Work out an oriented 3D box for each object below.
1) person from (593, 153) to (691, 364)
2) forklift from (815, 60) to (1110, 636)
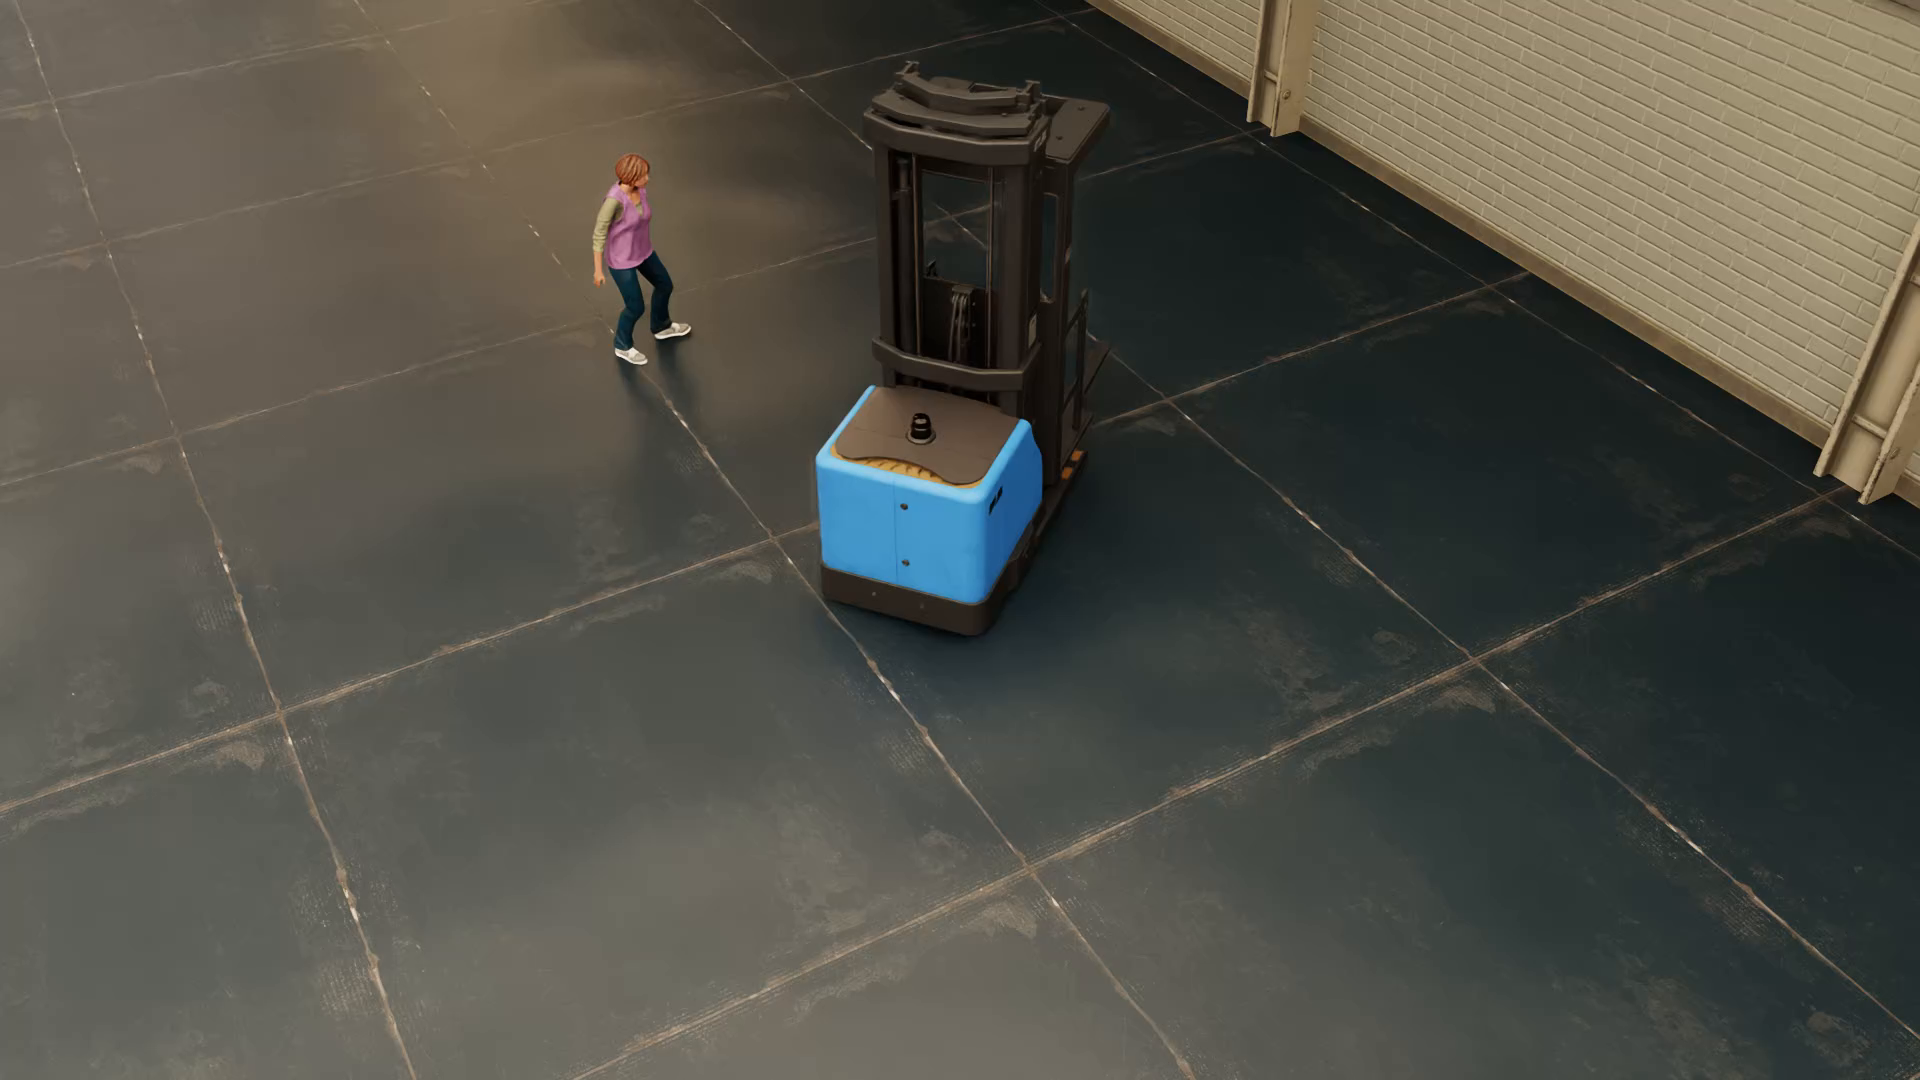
[{"bbox_3d":[-2.250,-1.956,11.481,0.392,1.563,0.733,17,43,19],"label":"person"},{"bbox_3d":[0.188,-1.524,9.873,1.130,2.935,3.031,14,42,16],"label":"forklift"}]
